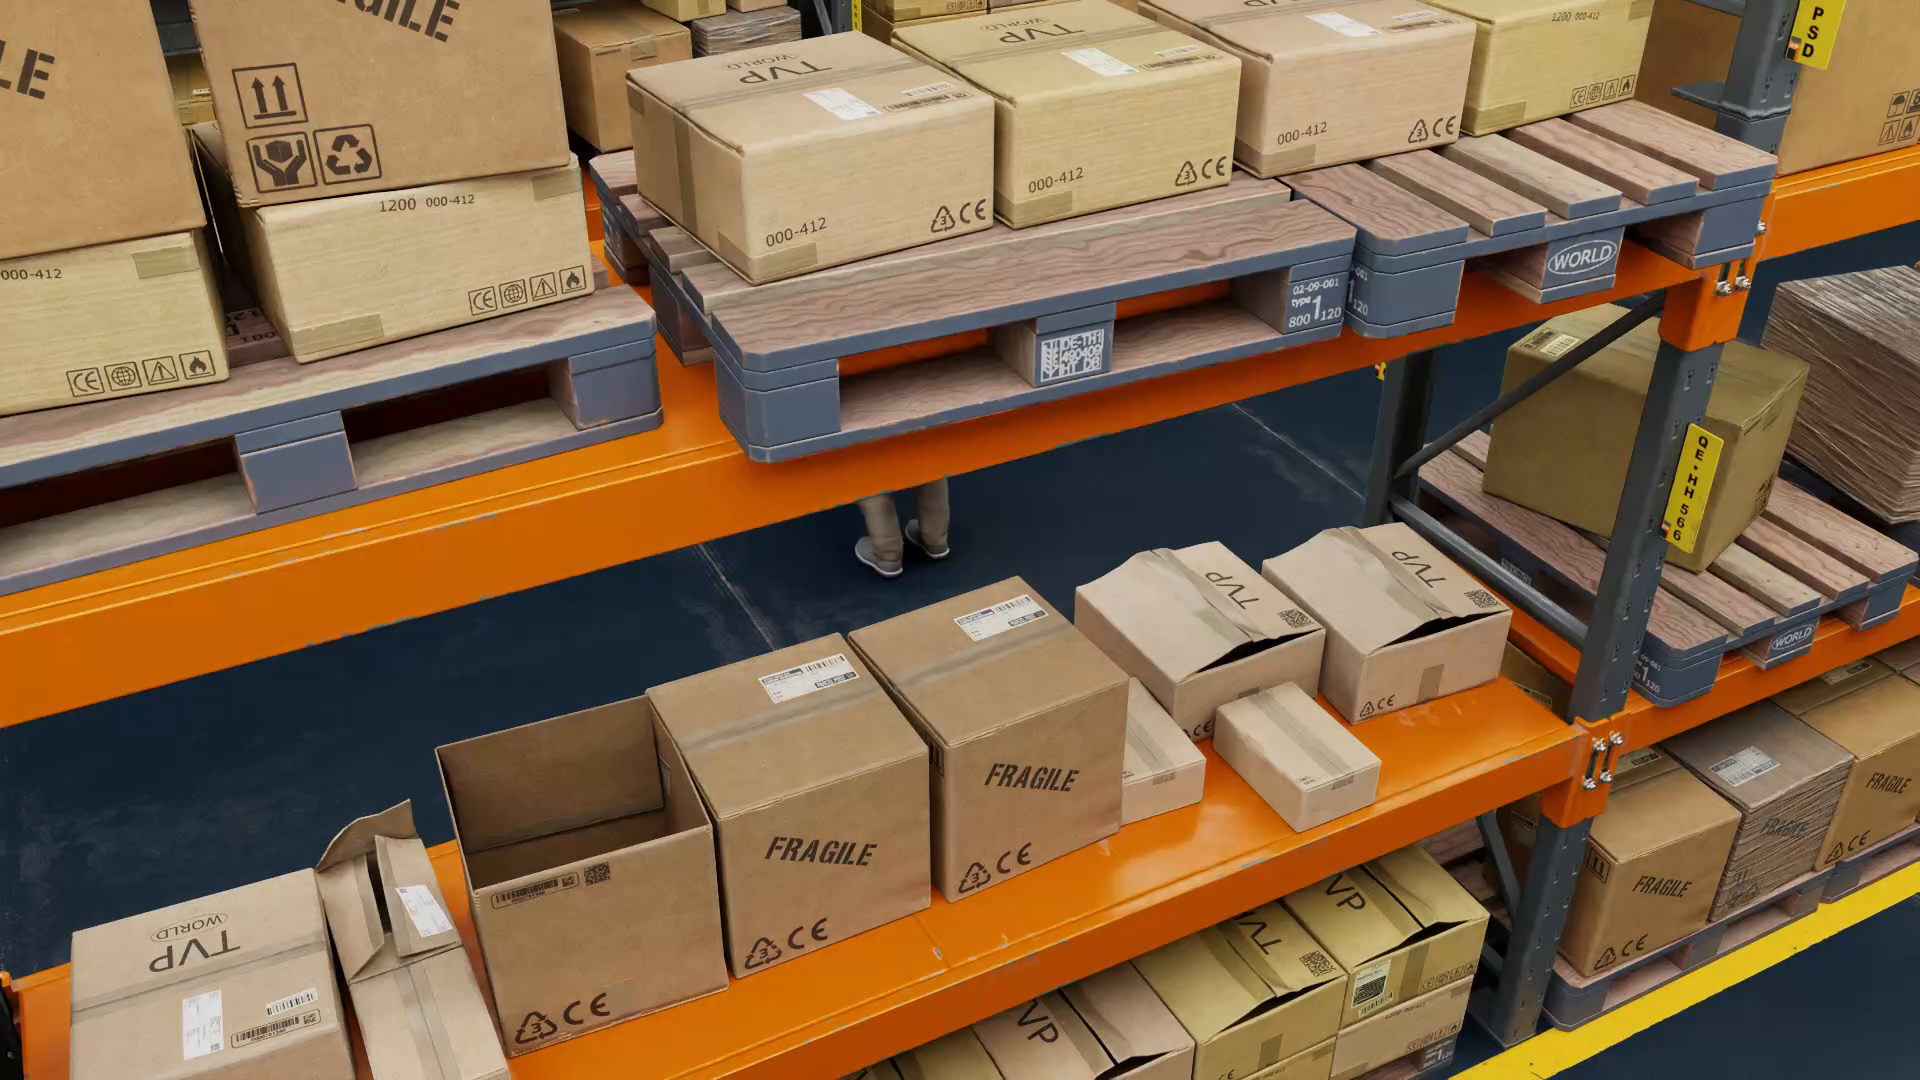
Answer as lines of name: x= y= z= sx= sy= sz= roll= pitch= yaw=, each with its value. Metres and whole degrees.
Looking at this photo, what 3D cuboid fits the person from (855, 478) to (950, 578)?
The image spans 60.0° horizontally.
person: x=-0.337 y=-0.590 z=7.404 sx=0.479 sy=1.372 sz=0.854 roll=-17 pitch=37 yaw=-24
